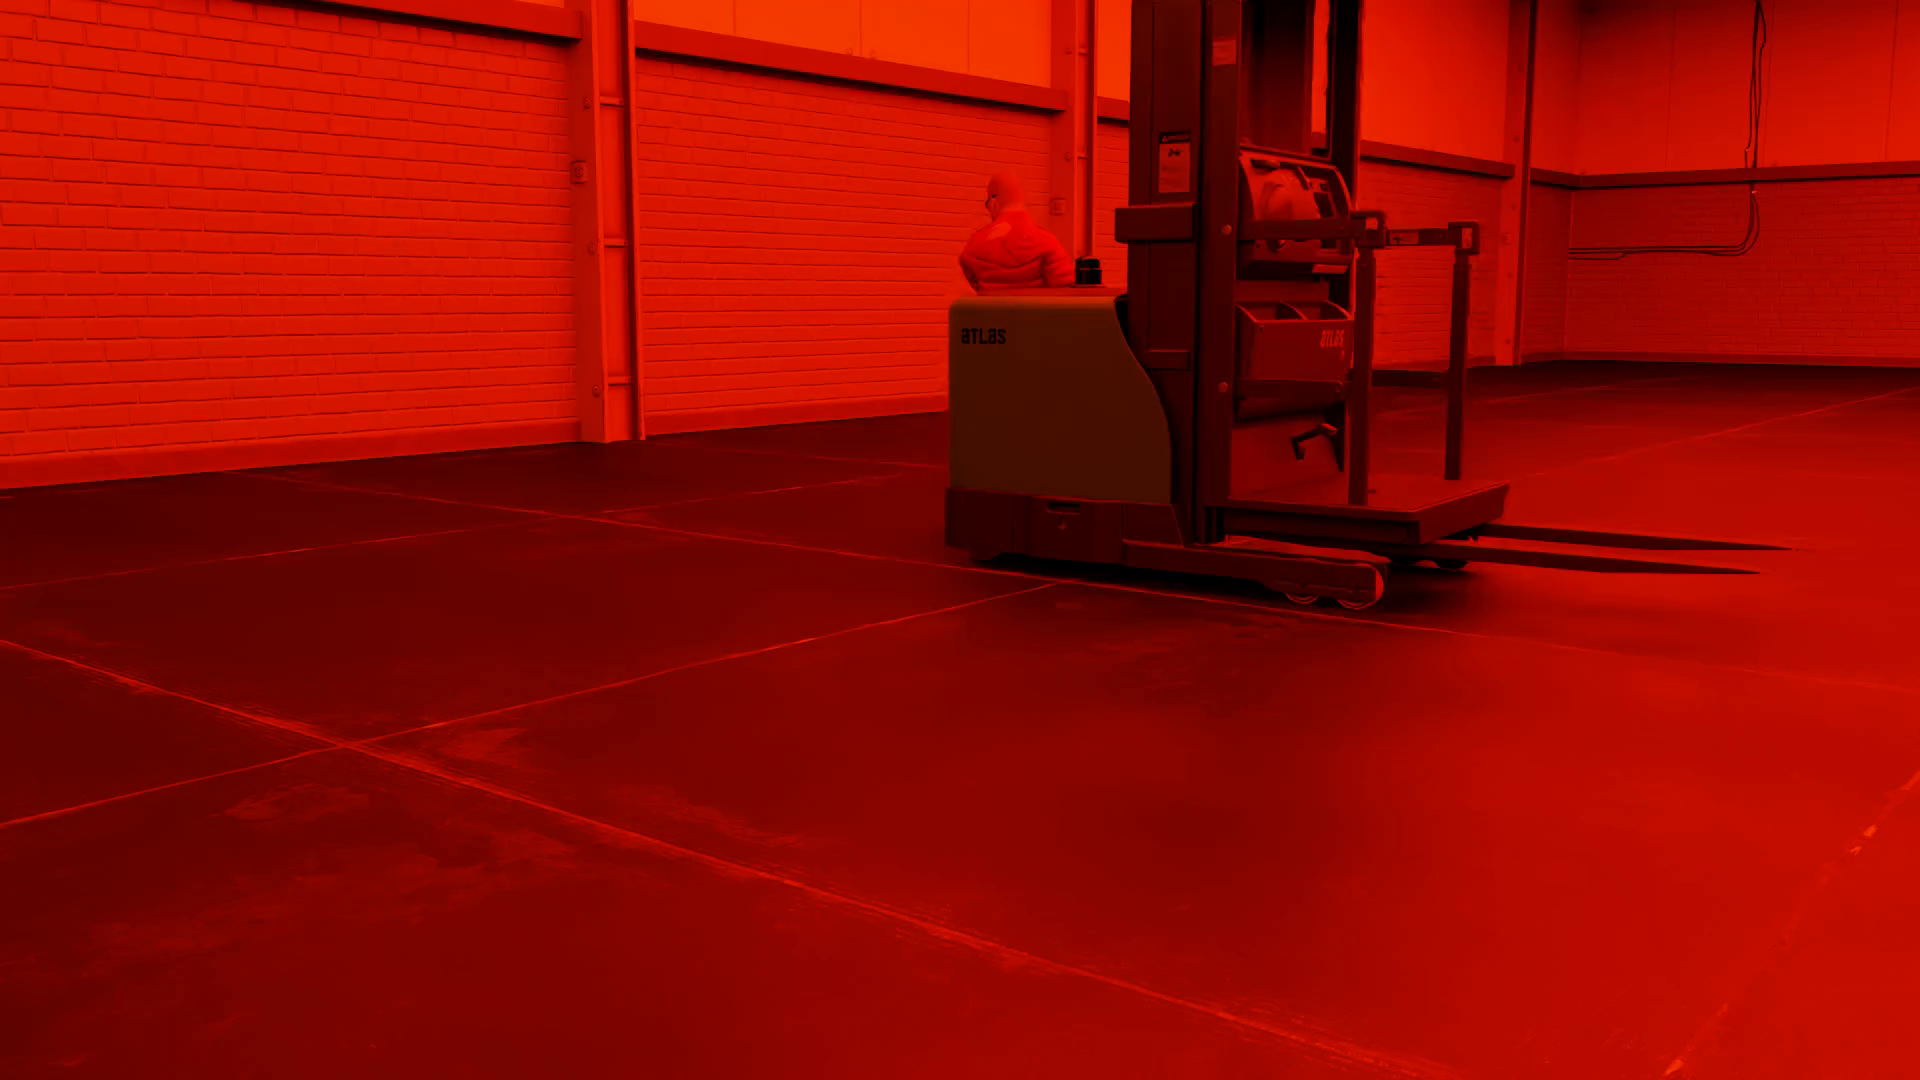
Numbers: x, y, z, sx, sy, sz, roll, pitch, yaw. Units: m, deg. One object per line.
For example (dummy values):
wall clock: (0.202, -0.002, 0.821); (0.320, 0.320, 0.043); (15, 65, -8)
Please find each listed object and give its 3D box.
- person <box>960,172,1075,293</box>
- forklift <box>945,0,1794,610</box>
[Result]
person: (0.332, -0.874, 7.747); (0.699, 1.644, 0.853); (3, 9, 23)
forklift: (1.438, -1.294, 6.128); (3.031, 2.935, 1.130); (6, 10, 35)
